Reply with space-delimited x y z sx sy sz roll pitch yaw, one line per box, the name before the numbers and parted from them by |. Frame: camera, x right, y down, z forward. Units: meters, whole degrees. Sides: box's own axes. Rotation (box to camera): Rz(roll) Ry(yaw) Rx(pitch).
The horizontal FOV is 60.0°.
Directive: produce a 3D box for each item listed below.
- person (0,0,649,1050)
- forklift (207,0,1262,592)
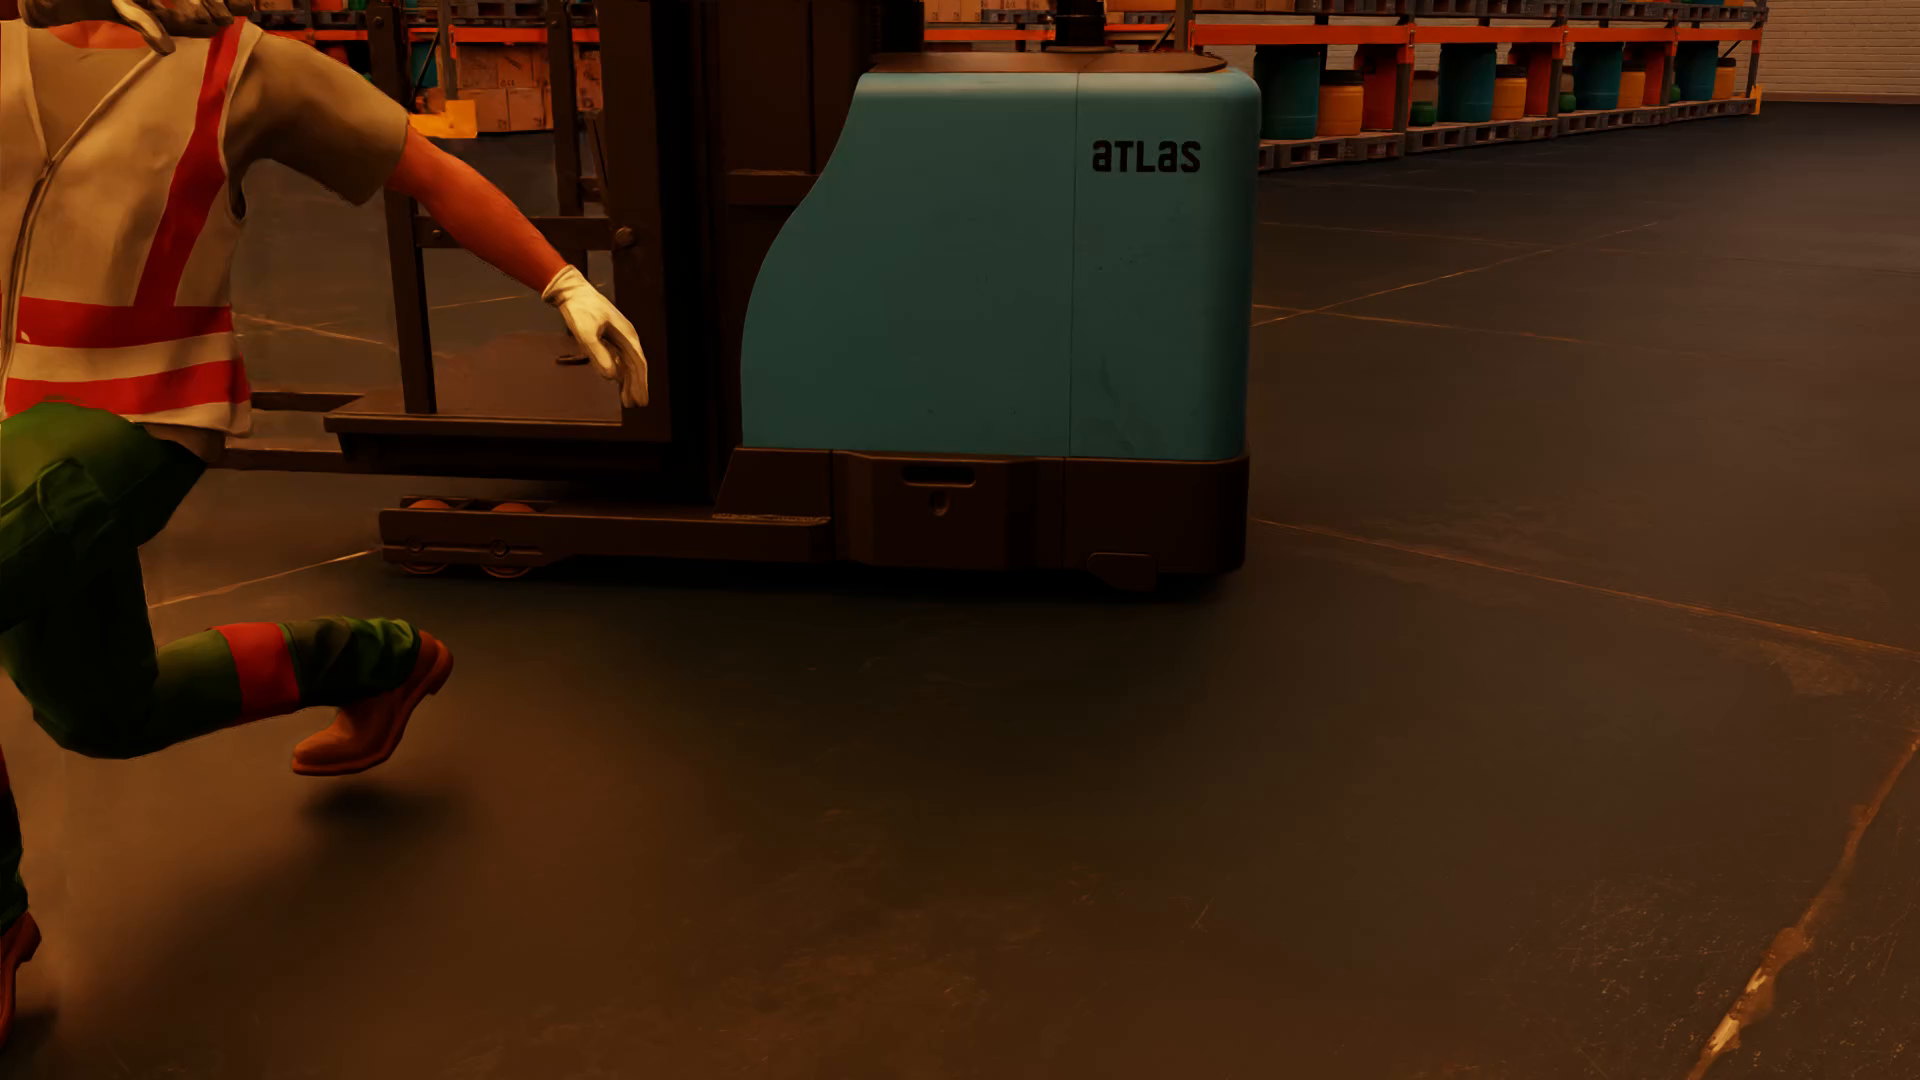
person | -0.913 -0.204 2.081 0.825 1.510 0.991 3 17 10
forklift | -0.842 -1.466 3.724 3.031 2.935 1.130 2 17 7
